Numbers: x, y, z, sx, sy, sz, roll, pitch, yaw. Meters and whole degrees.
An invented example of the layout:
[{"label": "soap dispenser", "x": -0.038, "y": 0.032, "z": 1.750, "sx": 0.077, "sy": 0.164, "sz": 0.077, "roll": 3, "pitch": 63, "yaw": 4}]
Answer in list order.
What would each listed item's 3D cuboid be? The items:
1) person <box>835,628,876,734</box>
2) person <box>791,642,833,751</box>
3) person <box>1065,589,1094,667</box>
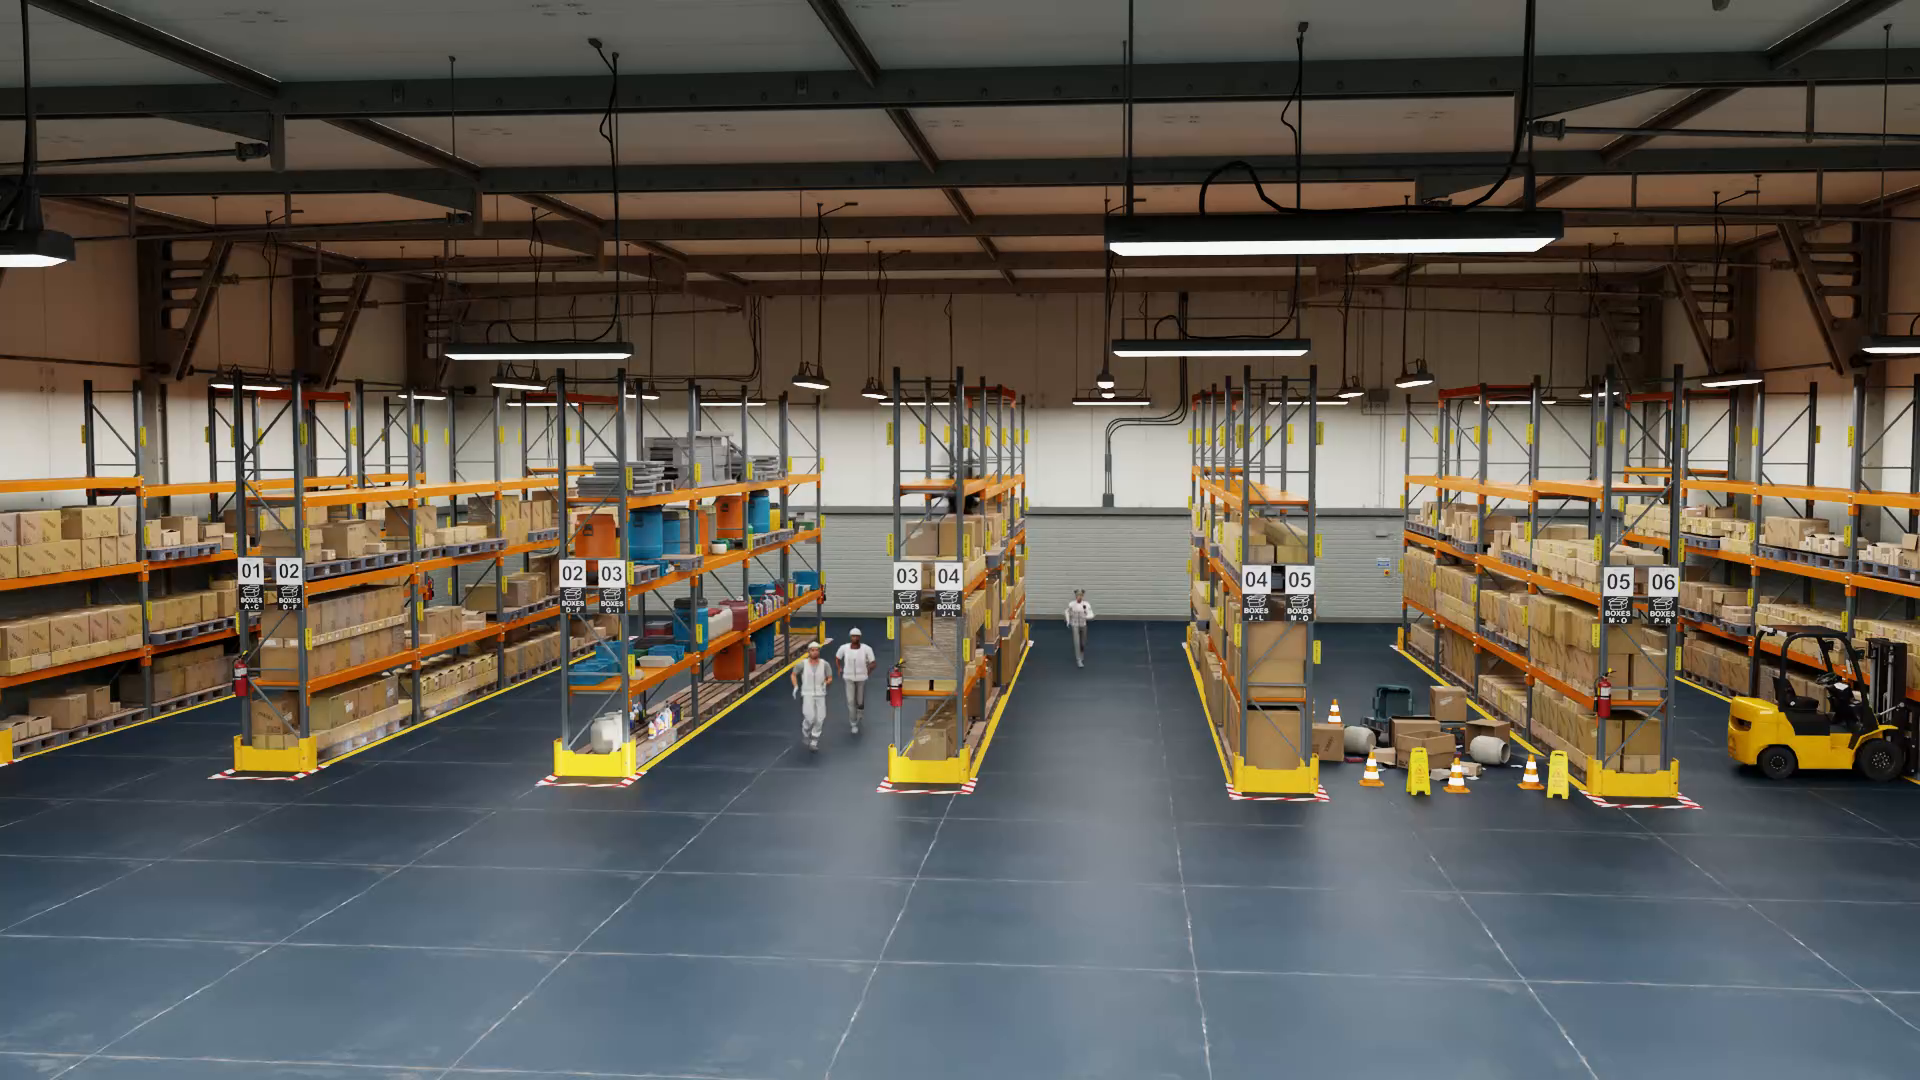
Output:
[{"label": "person", "x": -1.787, "y": 2.376, "z": 28.348, "sx": 0.700, "sy": 1.762, "sz": 0.881, "roll": 0, "pitch": 4, "yaw": -2}, {"label": "person", "x": -2.312, "y": 2.486, "z": 26.330, "sx": 0.646, "sy": 1.744, "sz": 0.598, "roll": -1, "pitch": 4, "yaw": -16}, {"label": "person", "x": 2.604, "y": 1.896, "z": 36.310, "sx": 0.614, "sy": 1.662, "sz": 0.879, "roll": 0, "pitch": 4, "yaw": -1}]
